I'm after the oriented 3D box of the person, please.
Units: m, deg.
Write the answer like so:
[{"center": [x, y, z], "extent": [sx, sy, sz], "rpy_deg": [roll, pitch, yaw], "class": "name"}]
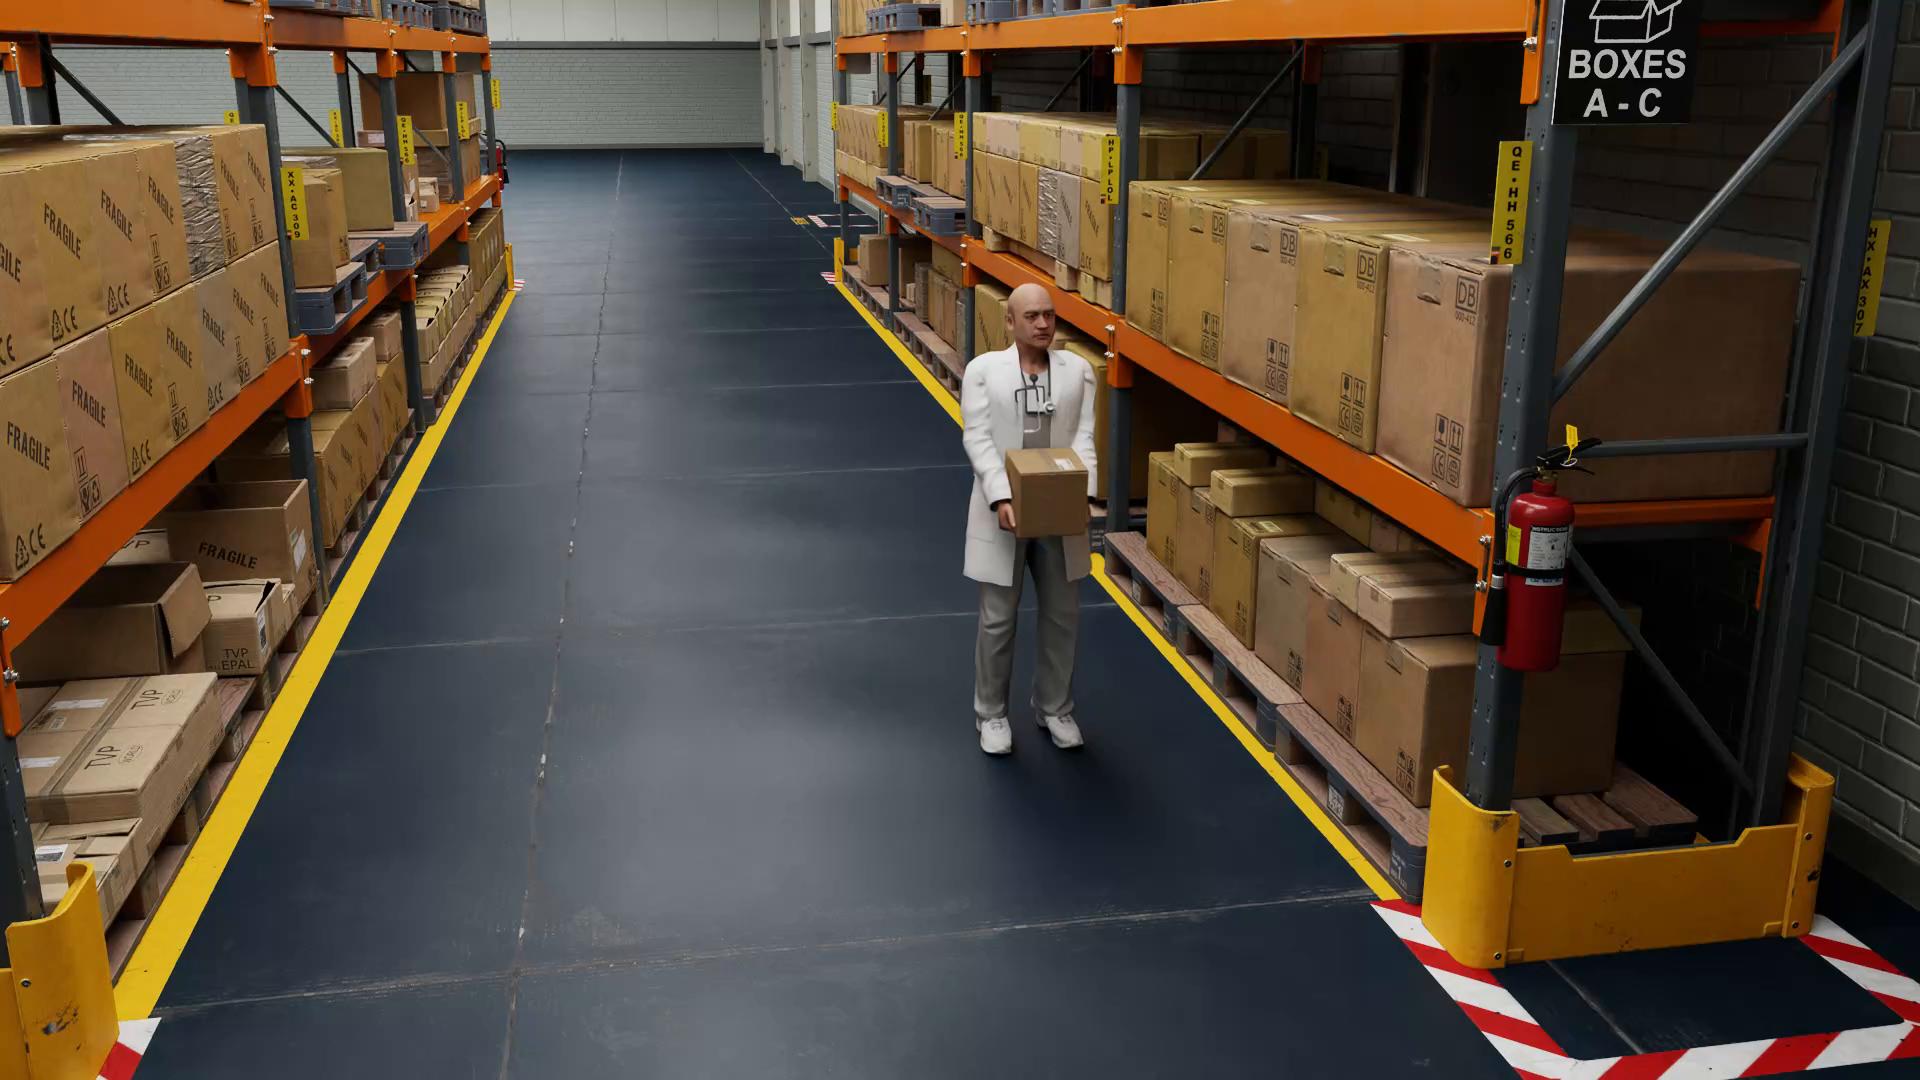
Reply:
[{"center": [0.283, -0.053, 6.252], "extent": [0.527, 1.776, 0.545], "rpy_deg": [-3, 16, -10], "class": "person"}]
